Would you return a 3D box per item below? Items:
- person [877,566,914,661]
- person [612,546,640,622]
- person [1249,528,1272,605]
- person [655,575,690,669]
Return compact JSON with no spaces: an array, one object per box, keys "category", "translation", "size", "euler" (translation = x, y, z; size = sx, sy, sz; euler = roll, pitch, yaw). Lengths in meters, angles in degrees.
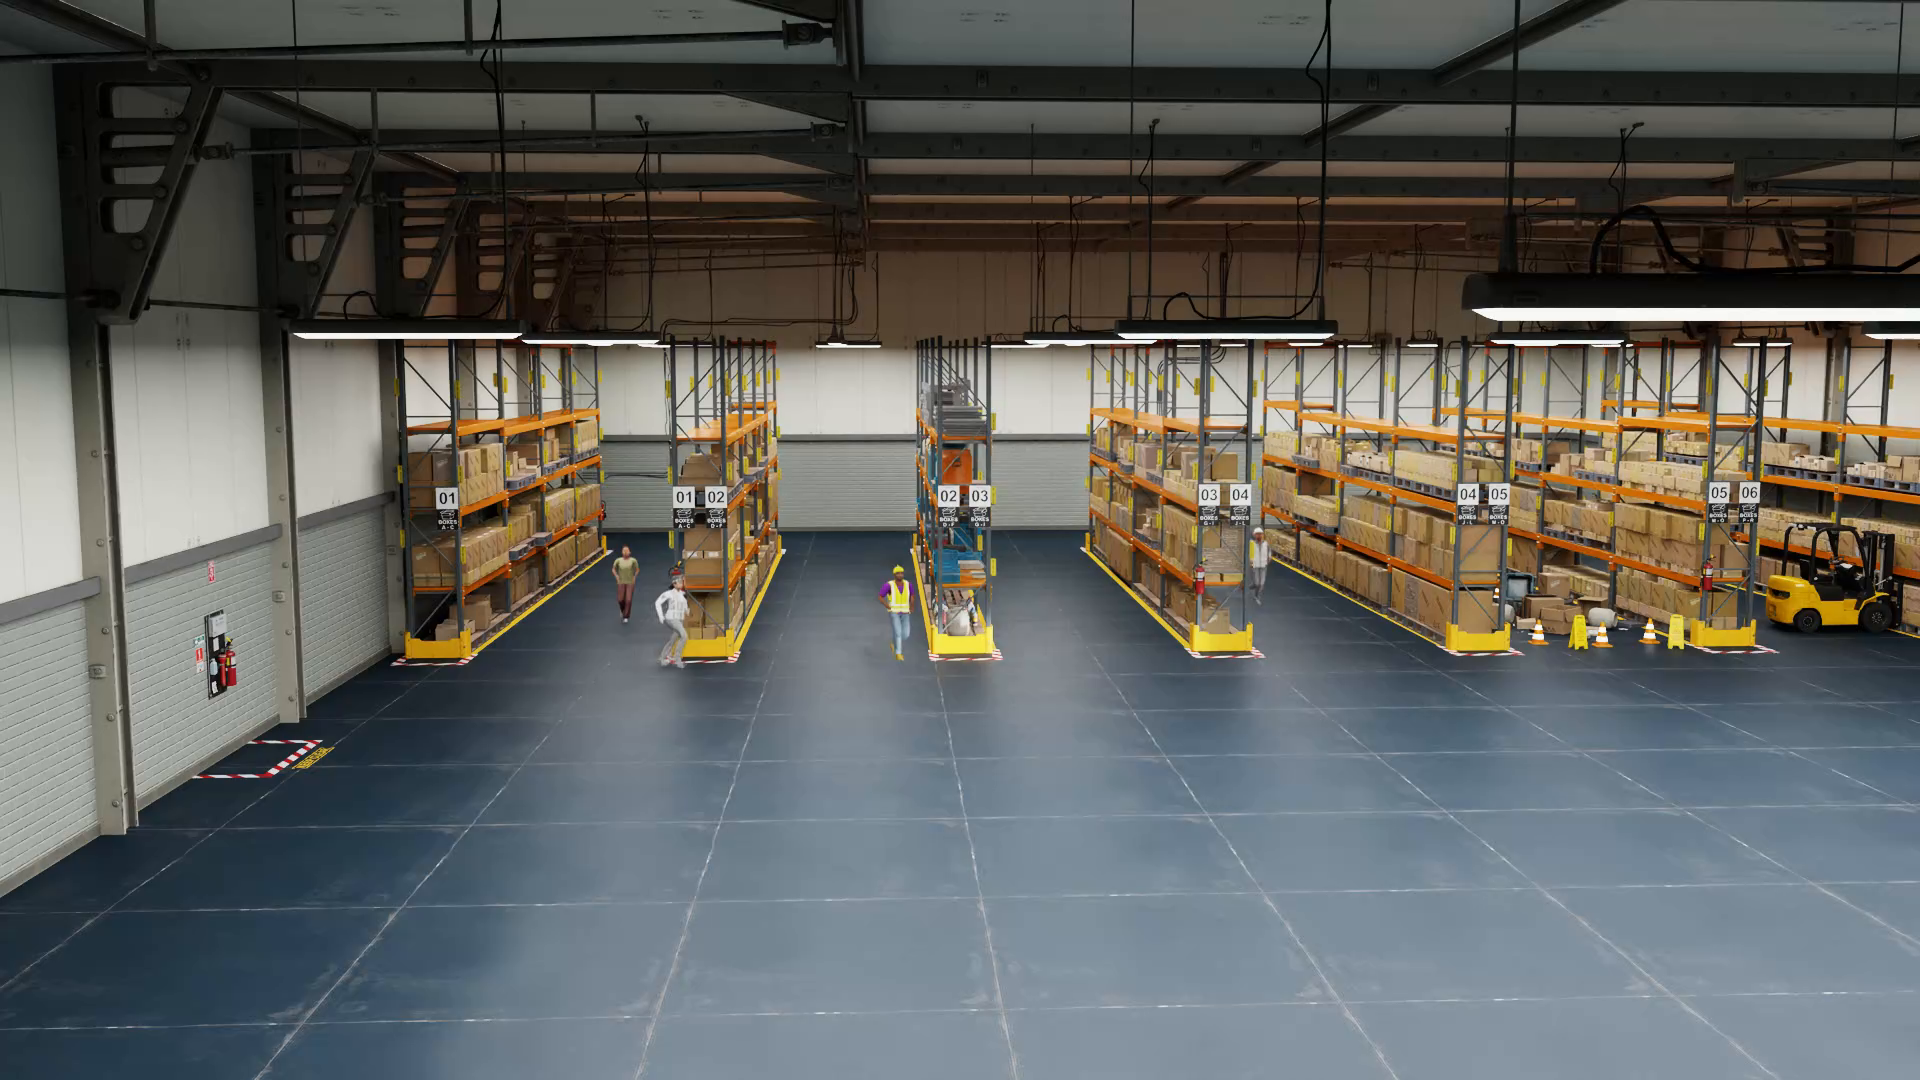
[{"category":"person","translation":[-1.167,1.354,31.055],"size":[0.745,1.741,0.623],"euler":[-2,7,-20]},{"category":"person","translation":[-7.060,0.922,35.178],"size":[0.563,1.623,0.533],"euler":[-1,7,-11]},{"category":"person","translation":[6.768,0.589,37.712],"size":[0.656,1.746,0.627],"euler":[-1,7,-9]},{"category":"person","translation":[-5.139,1.465,30.169],"size":[0.658,1.662,0.595],"euler":[3,7,28]}]
